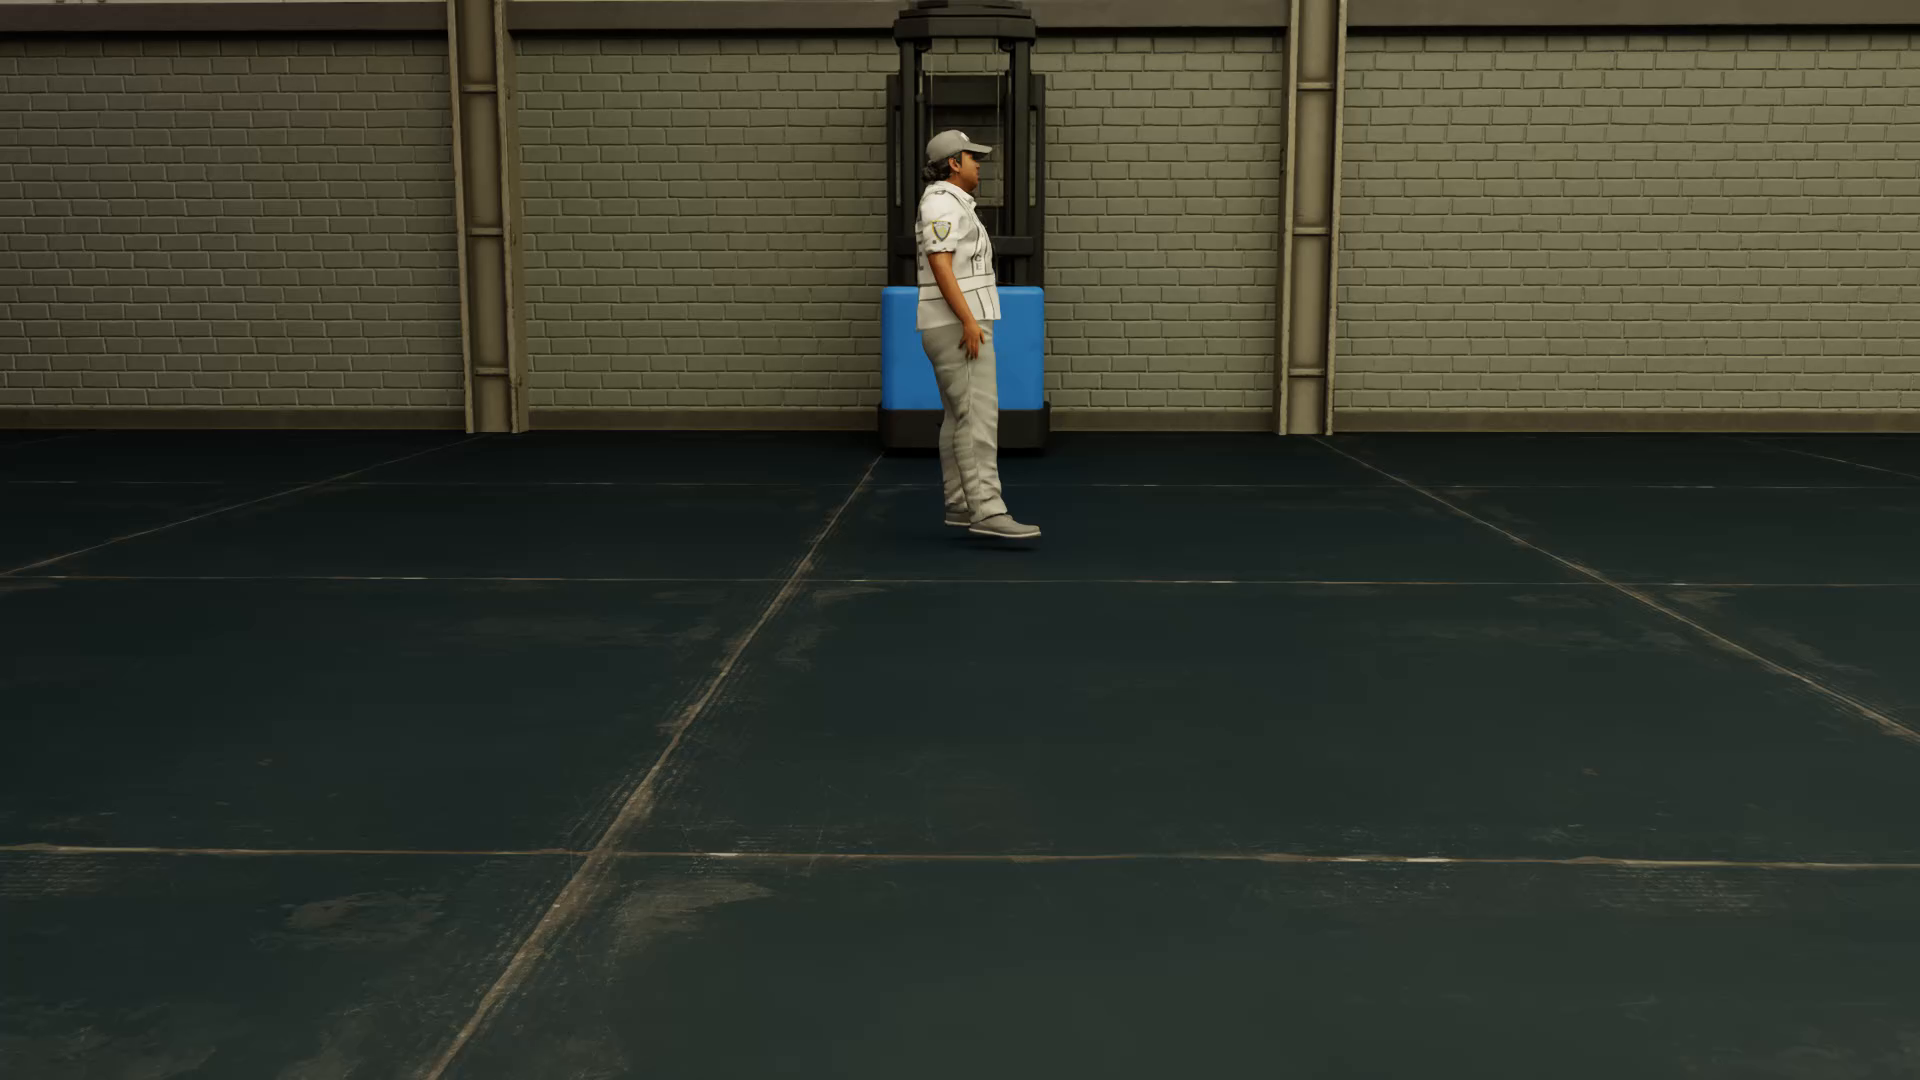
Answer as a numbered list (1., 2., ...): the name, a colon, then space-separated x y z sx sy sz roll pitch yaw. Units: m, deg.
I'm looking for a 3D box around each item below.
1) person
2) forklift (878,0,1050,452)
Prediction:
1. person: 0.076 -0.868 6.970 0.528 1.669 0.598 0 9 1
2. forklift: 0.045 -2.182 11.711 1.130 2.935 3.031 0 9 1
